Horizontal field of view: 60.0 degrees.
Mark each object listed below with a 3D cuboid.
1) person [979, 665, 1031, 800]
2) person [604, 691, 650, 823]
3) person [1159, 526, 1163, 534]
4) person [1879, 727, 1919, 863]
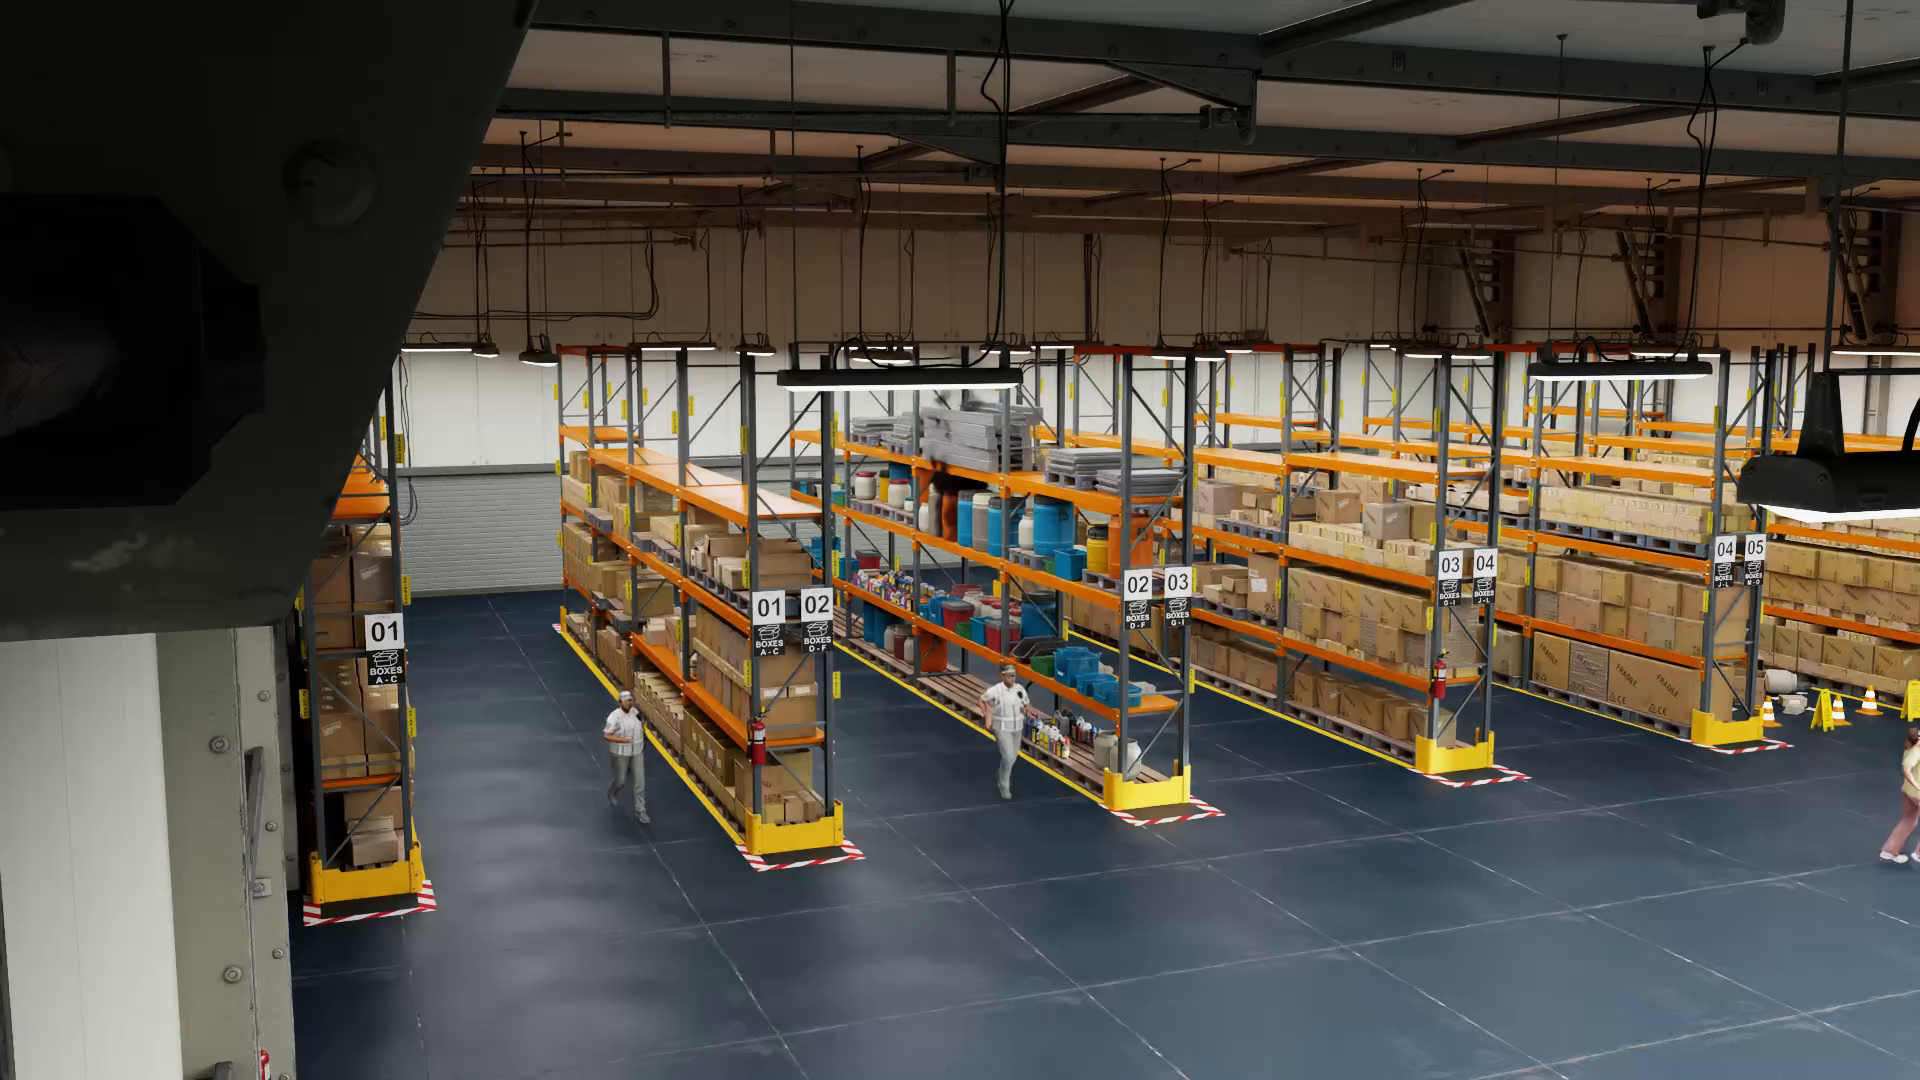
[{"bbox_3d":[0.659,2.598,22.621,0.631,1.850,0.754,-4,8,-29],"label":"person"},{"bbox_3d":[-4.317,2.768,21.527,0.606,1.666,0.924,-5,9,-36],"label":"person"},{"bbox_3d":[4.681,0.516,39.052,0.689,1.809,0.782,-2,8,-15],"label":"person"},{"bbox_3d":[11.217,3.036,19.522,0.670,1.715,0.558,1,7,9],"label":"person"}]
